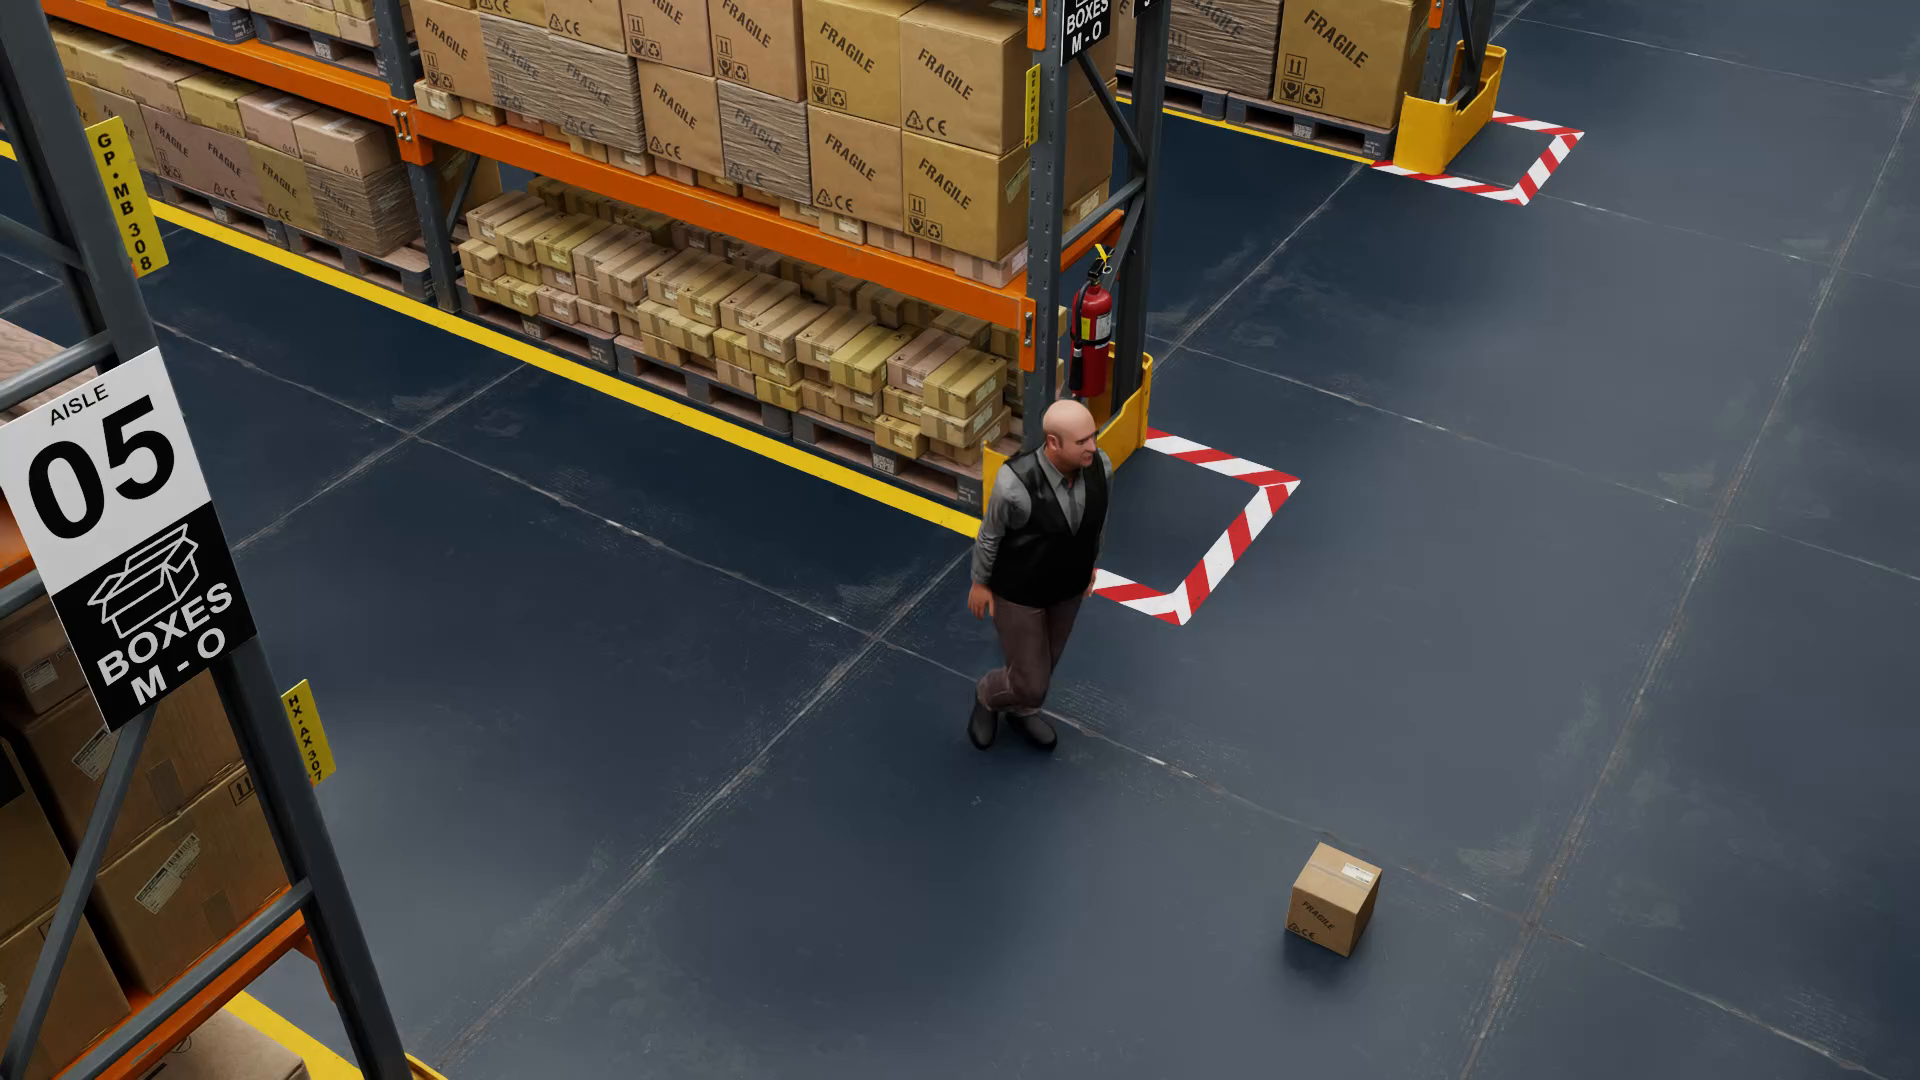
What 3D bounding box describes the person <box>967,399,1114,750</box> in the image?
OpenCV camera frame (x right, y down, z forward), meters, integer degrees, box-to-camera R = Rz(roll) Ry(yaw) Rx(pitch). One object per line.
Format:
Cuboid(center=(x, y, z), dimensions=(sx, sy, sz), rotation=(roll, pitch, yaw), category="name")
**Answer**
Cuboid(center=(0.320, 0.160, 6.476), dimensions=(0.568, 1.711, 0.469), rotation=(-23, 44, -26), category="person")
